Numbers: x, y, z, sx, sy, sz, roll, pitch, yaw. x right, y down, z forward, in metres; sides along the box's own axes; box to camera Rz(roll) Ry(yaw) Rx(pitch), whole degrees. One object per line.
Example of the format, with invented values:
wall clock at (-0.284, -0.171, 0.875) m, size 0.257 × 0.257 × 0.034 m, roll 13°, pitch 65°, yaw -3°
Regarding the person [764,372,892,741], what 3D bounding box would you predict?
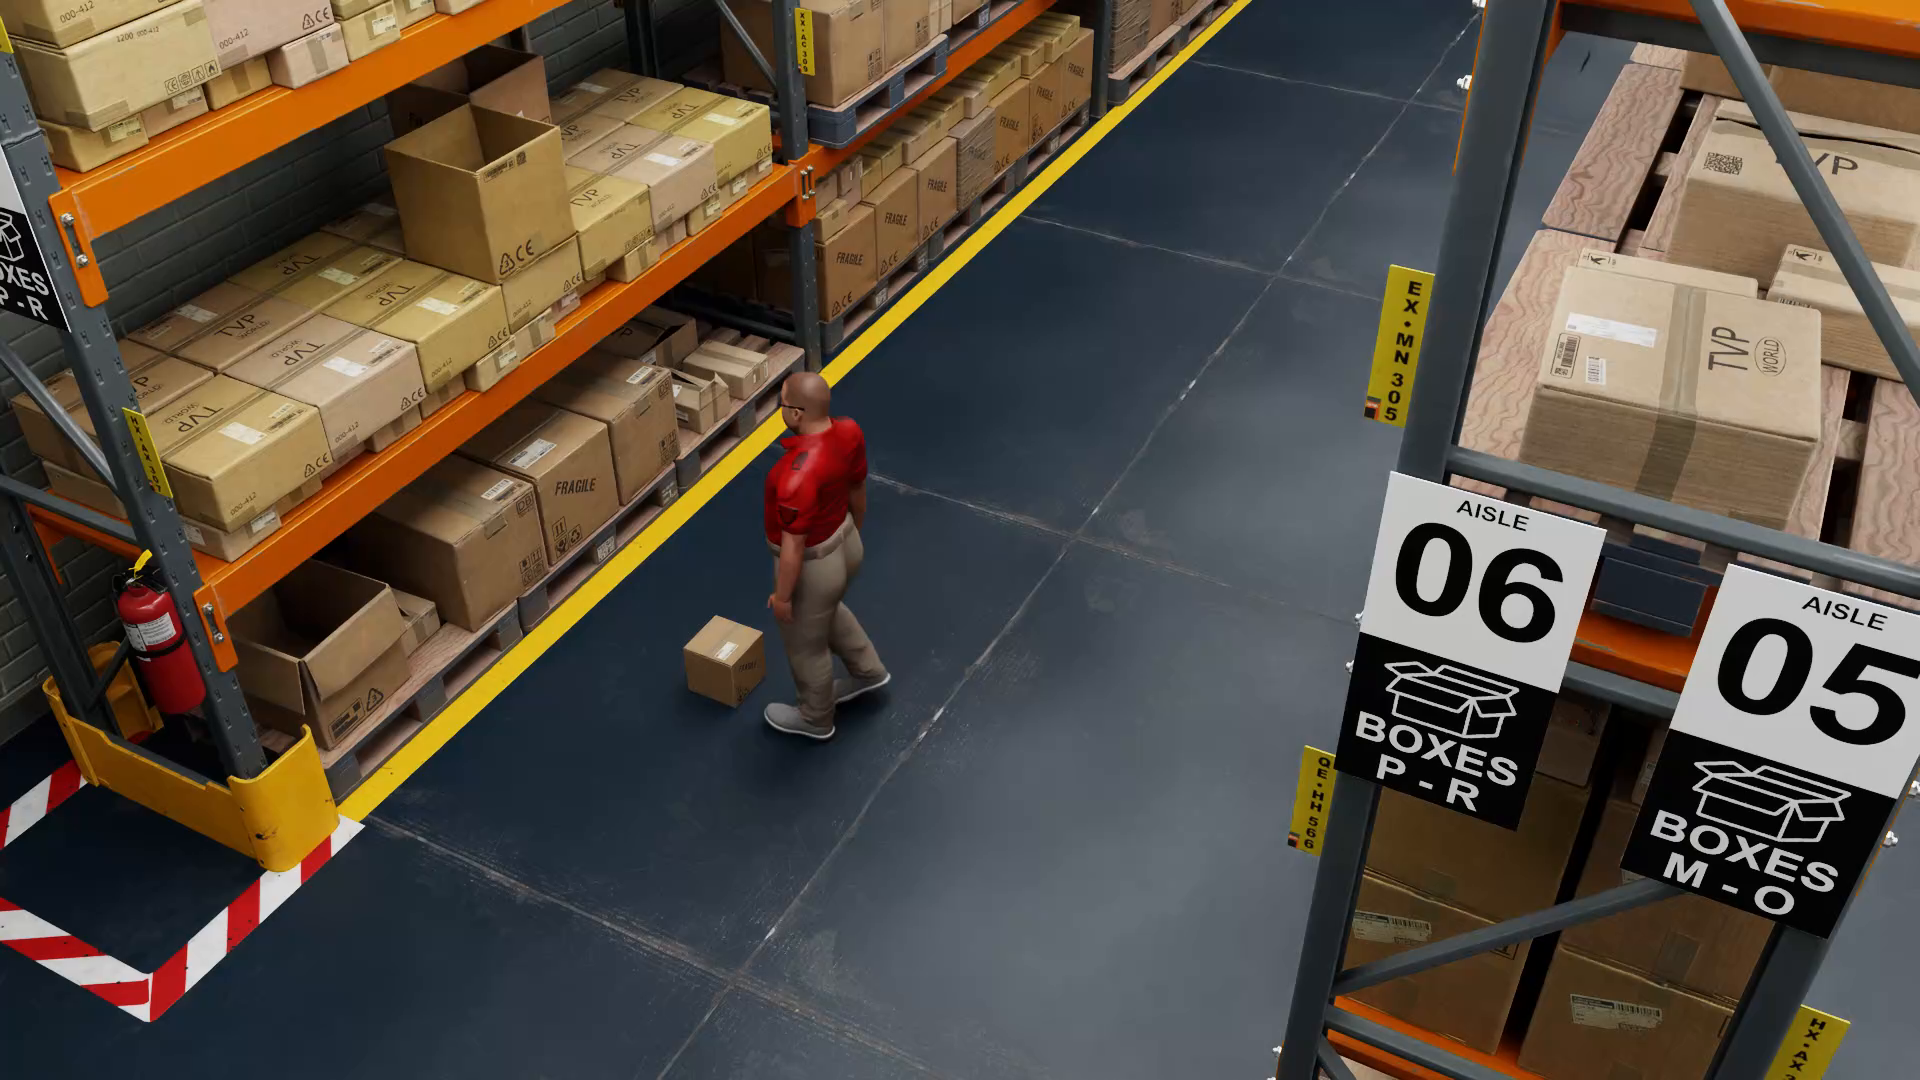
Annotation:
person at (-0.595, 0.082, 6.640) m, size 0.458 × 1.723 × 0.562 m, roll 14°, pitch 40°, yaw 18°
